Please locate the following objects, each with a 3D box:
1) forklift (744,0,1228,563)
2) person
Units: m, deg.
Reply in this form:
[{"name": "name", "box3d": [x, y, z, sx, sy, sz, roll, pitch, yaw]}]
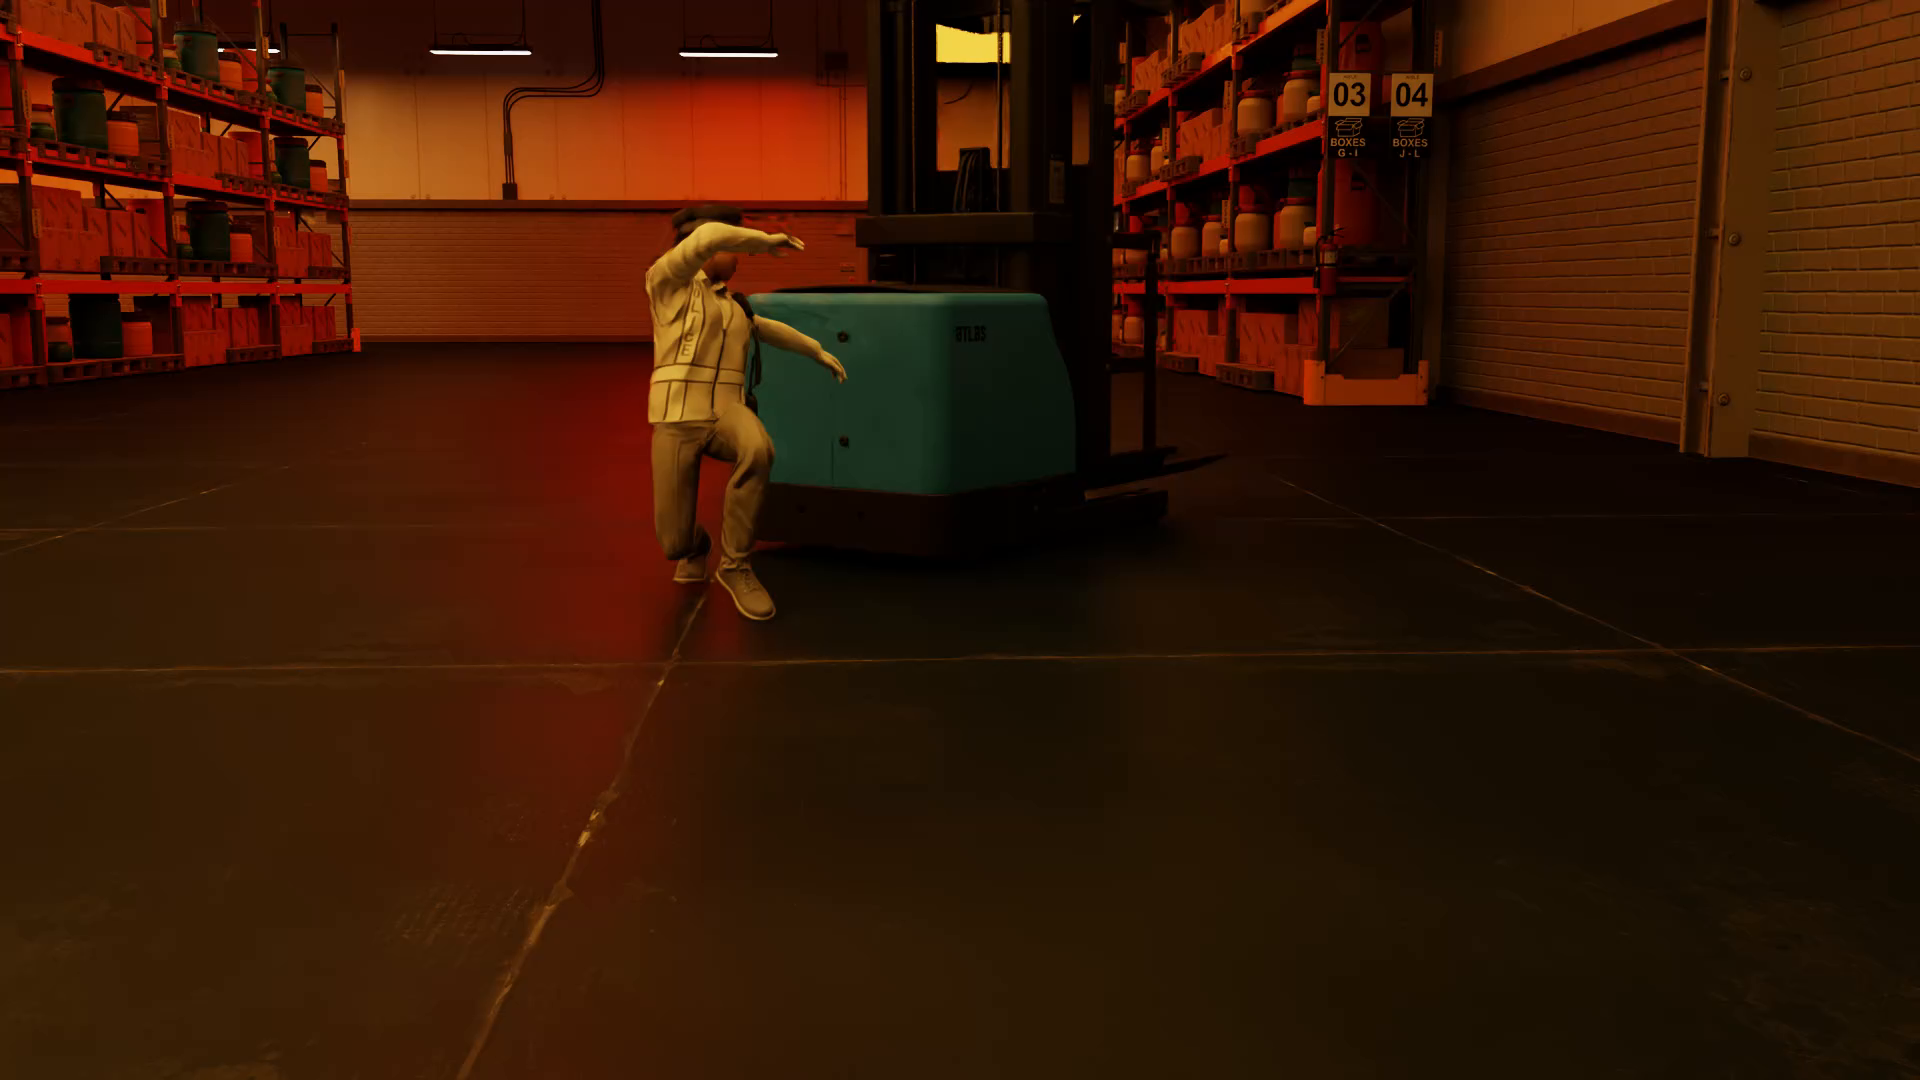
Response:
[{"name": "forklift", "box3d": [0.325, -1.534, 7.662, 1.130, 2.935, 3.031, 6, 10, 33]}, {"name": "person", "box3d": [-0.661, -0.481, 5.855, 0.893, 1.372, 0.925, -5, 10, -29]}]
